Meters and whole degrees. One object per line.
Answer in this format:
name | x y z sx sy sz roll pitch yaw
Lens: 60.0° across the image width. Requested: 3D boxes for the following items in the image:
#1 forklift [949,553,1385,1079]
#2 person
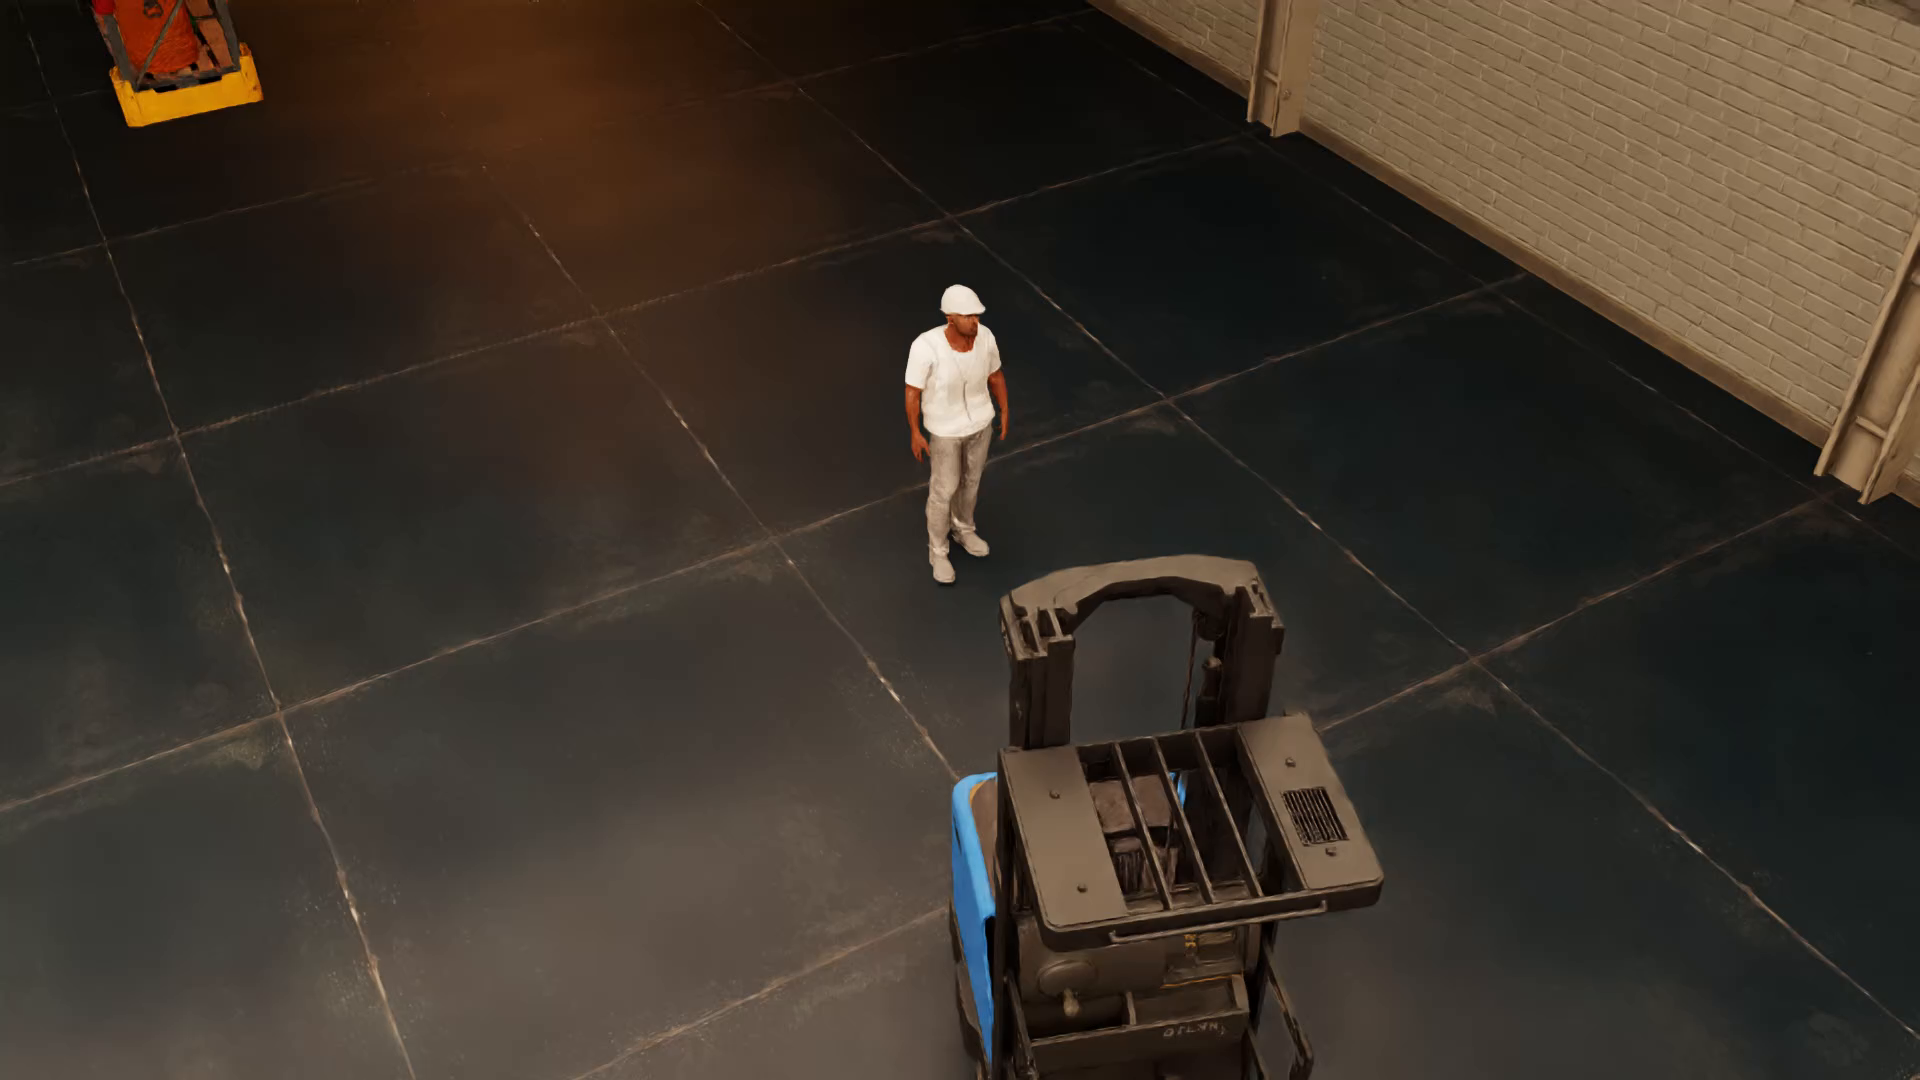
forklift | 0.715 1.623 6.080 1.130 2.935 3.031 -7 40 -8
person | 0.026 -0.643 9.713 0.655 1.766 0.576 -20 44 -23
